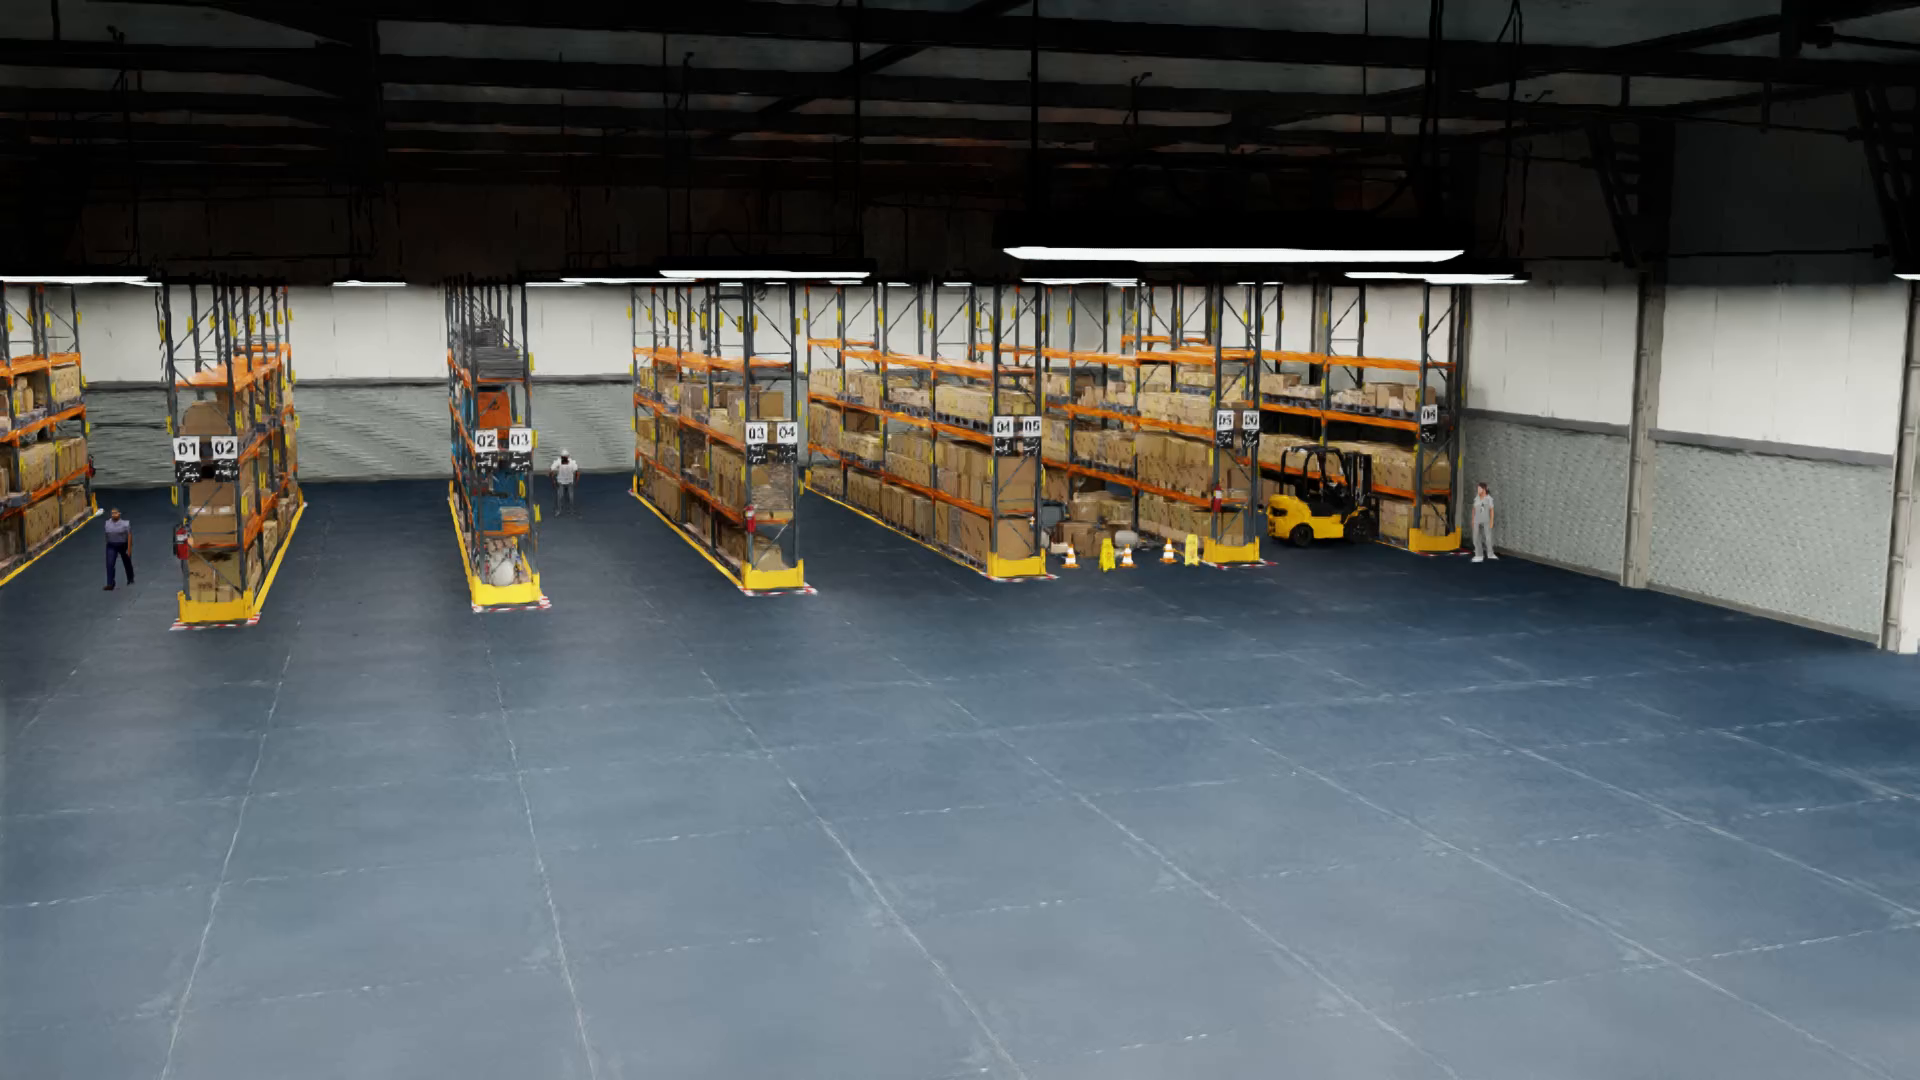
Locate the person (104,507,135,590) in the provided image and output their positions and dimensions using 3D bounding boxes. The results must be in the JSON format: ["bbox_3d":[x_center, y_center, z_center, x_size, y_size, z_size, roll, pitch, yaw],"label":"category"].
[{"bbox_3d":[-16.137,0.133,31.914,0.481,1.565,1.094,-2,9,-16],"label":"person"}]

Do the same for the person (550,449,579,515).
[{"bbox_3d":[-10.008,-1.459,42.101,0.719,1.714,0.578,-3,9,-20],"label":"person"}]

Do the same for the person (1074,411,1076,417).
[{"bbox_3d":[3.853,-3.426,54.971,0.689,1.712,0.458,7,11,37],"label":"person"}]

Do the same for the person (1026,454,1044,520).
[{"bbox_3d":[1.825,-1.299,39.912,0.522,1.662,0.531,2,9,10],"label":"person"}]

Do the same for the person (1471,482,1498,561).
[{"bbox_3d":[11.128,-0.397,35.259,0.566,1.663,0.543,8,12,43],"label":"person"}]
